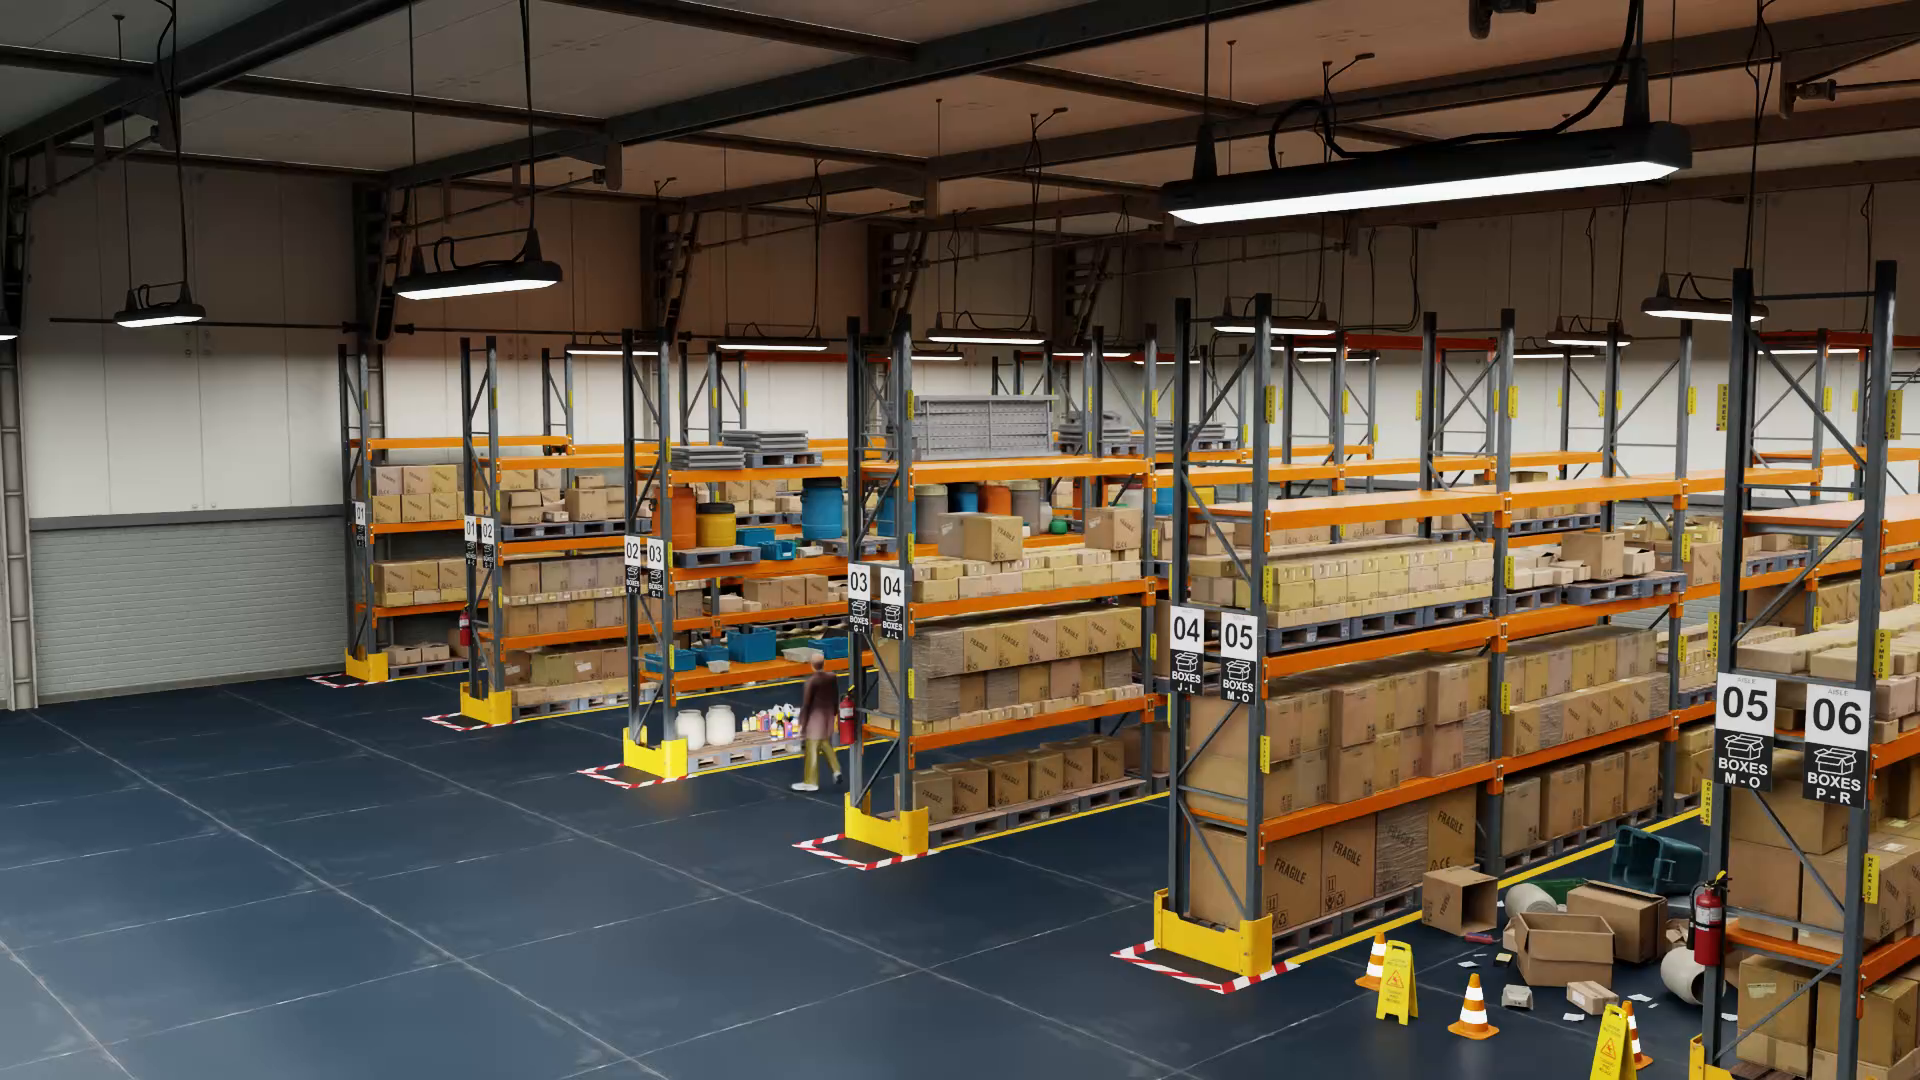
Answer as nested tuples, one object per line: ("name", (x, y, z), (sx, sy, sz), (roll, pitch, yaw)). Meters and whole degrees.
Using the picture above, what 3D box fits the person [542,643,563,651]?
("person", (-7.207, 1.694, 29.660), (0.646, 1.657, 0.607), (-3, 6, -30))

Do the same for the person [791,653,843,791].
("person", (-1.823, 2.339, 21.552), (0.551, 1.780, 0.648), (3, 6, 33))

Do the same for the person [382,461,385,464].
("person", (-1.280, 0.519, 29.985), (12.540, 3.840, 13.917), (-5, 7, -43))
